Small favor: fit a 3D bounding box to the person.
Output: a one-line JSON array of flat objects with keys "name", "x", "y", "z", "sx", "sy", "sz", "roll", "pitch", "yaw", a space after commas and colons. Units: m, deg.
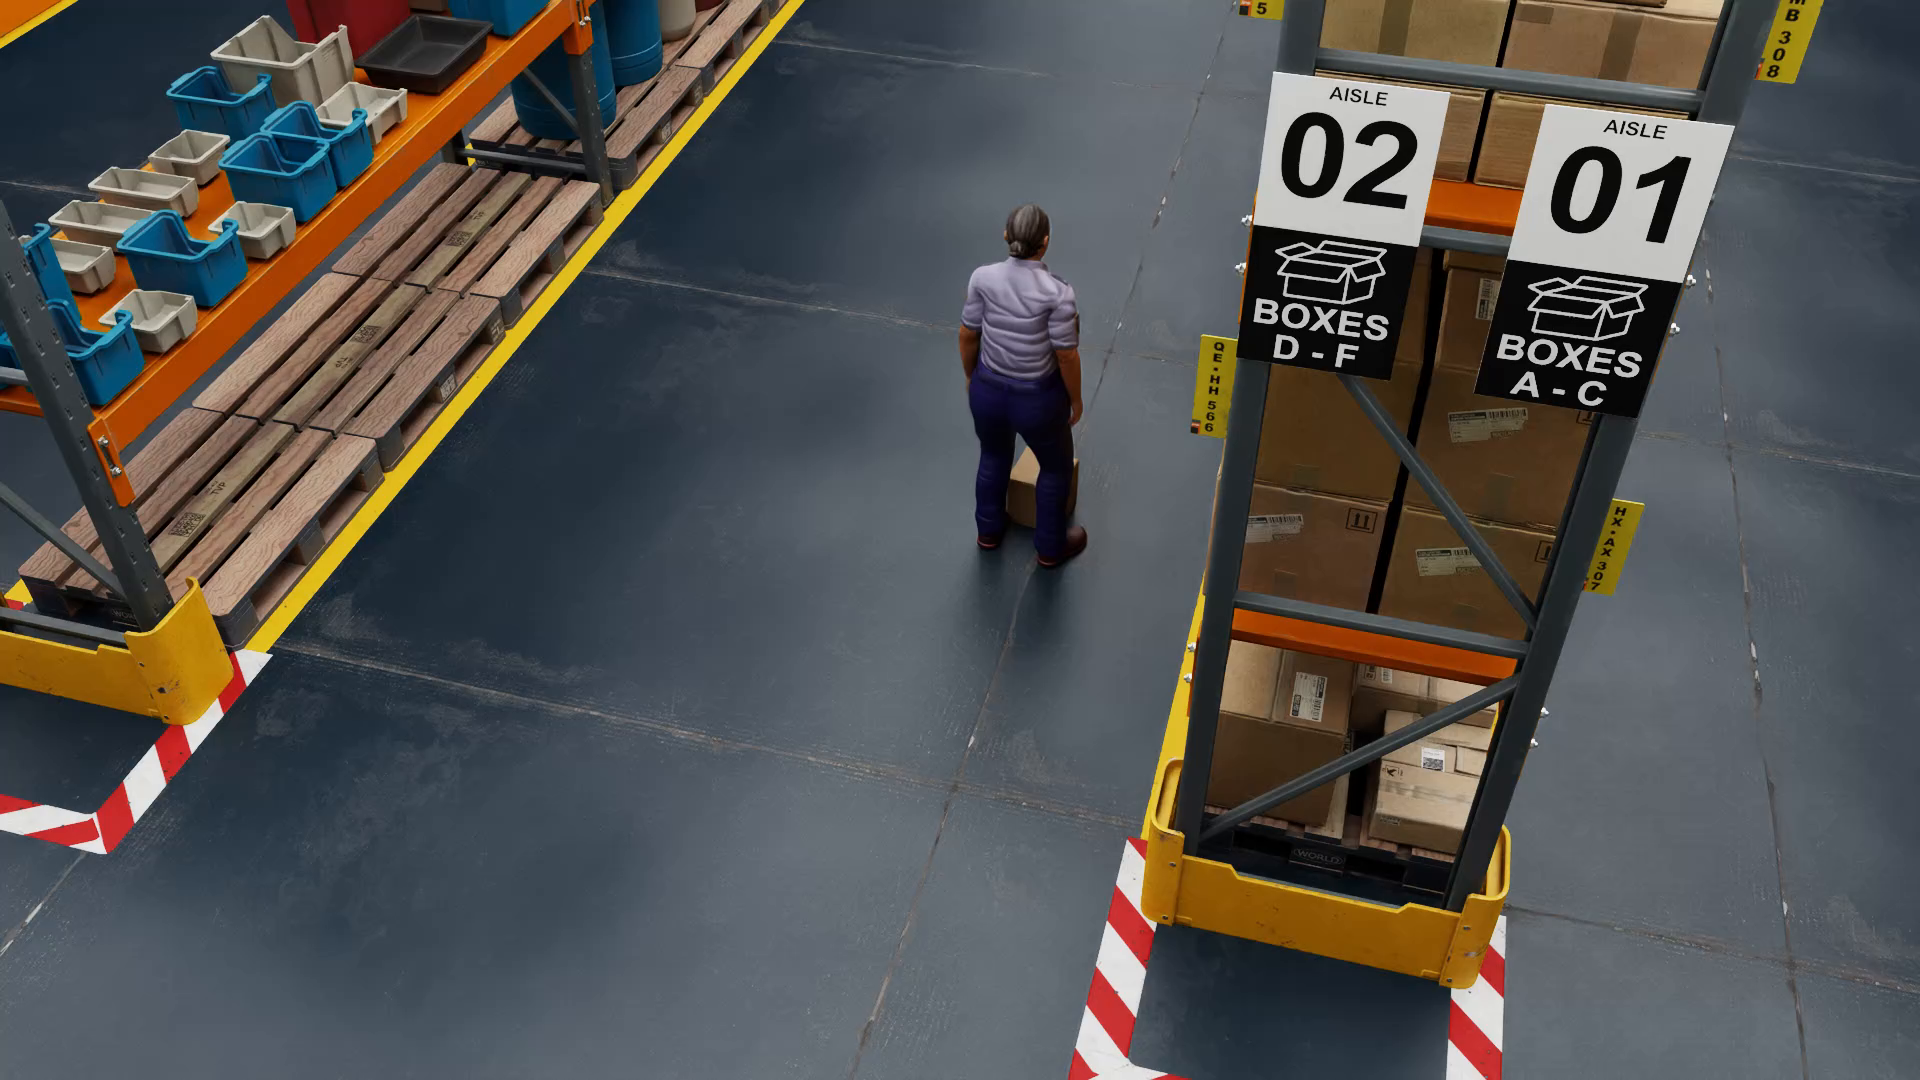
[{"name": "person", "x": 0.273, "y": -0.617, "z": 6.869, "sx": 0.551, "sy": 1.650, "sz": 0.338, "roll": 17, "pitch": 44, "yaw": 18}]
